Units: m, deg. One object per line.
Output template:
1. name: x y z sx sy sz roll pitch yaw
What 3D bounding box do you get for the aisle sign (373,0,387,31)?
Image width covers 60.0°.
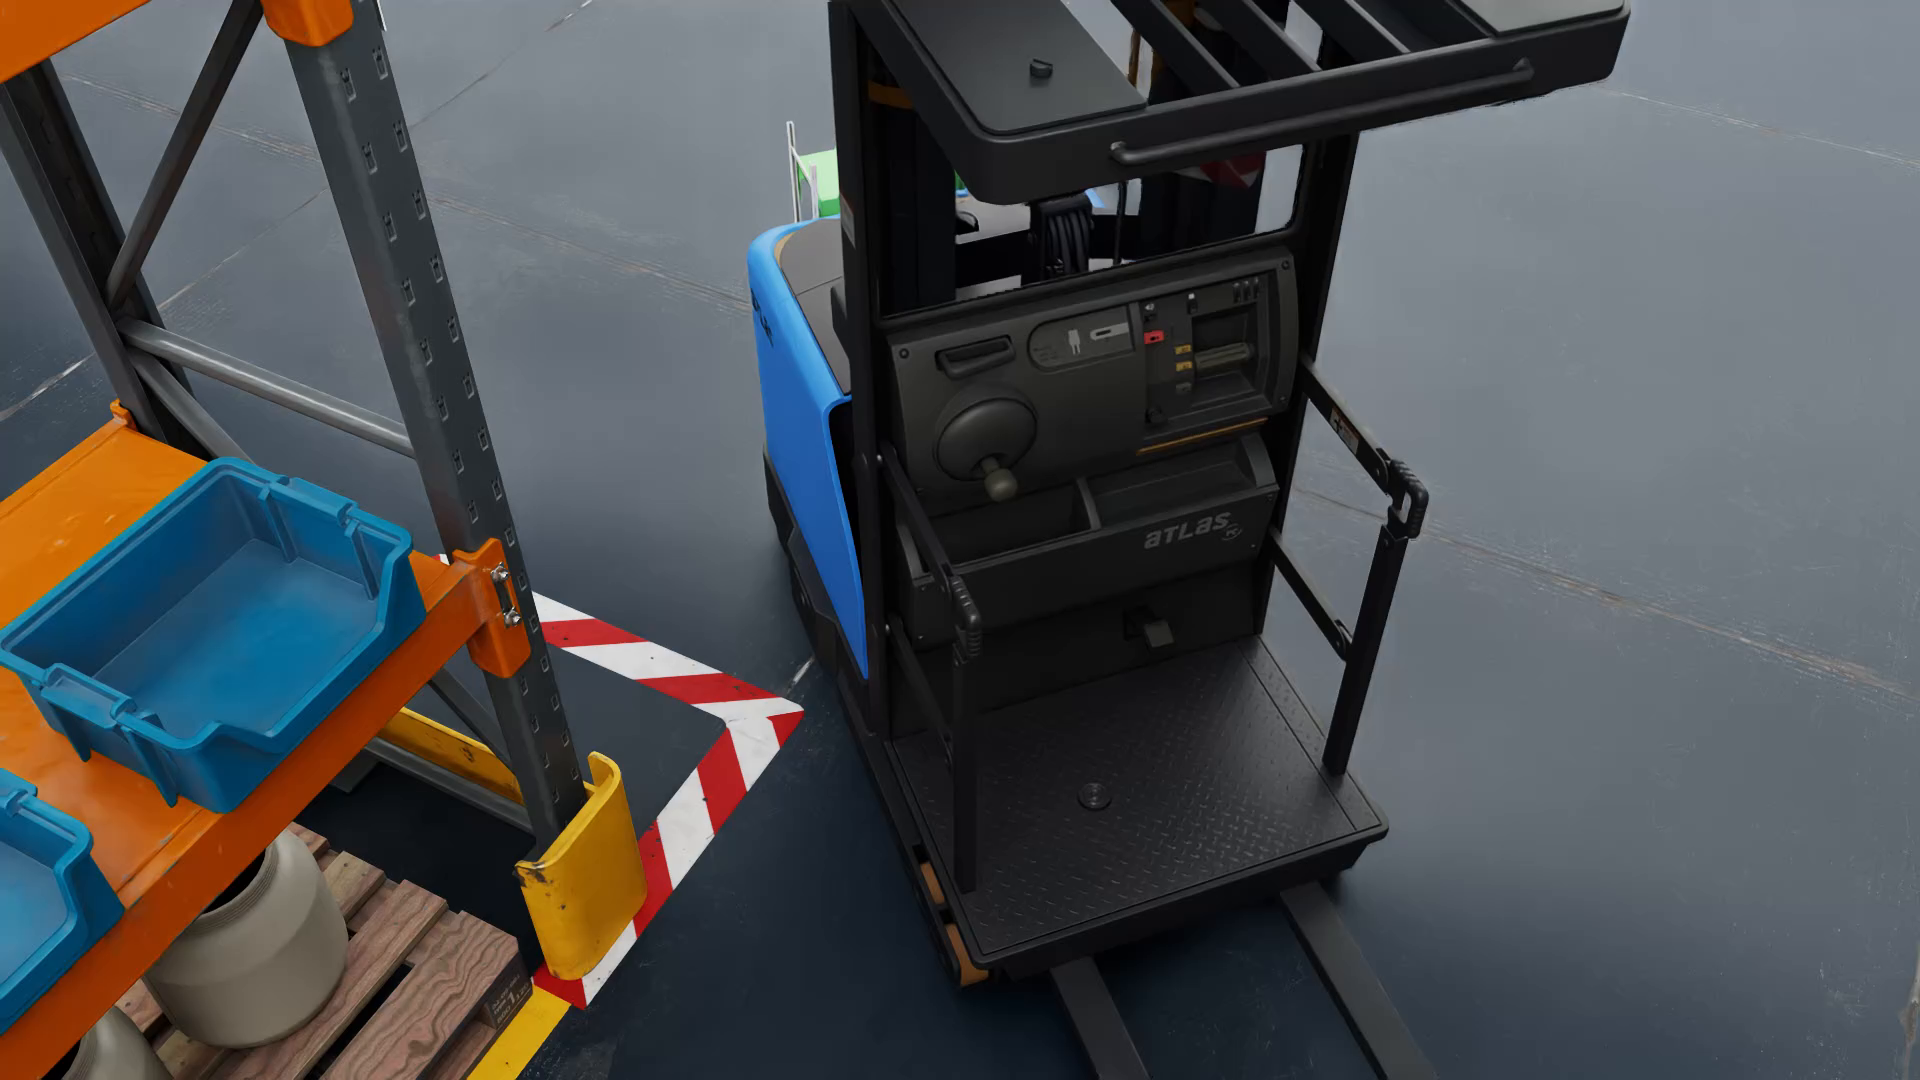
1. aisle sign: -1.099 -1.161 2.461 0.394 0.787 0.004 20 49 19

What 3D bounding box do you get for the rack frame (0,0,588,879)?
1. rack frame: -1.395 -0.300 3.438 1.000 3.000 0.127 20 49 19

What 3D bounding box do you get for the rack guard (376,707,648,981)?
1. rack guard: -1.389 0.642 4.264 1.175 0.500 0.348 20 49 19

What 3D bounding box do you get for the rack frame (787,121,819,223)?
1. rack frame: -0.445 -0.691 5.090 0.015 1.200 0.240 -15 47 -14

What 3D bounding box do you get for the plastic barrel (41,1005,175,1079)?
1. plastic barrel: -1.866 1.182 3.427 0.421 0.512 0.421 0 45 0

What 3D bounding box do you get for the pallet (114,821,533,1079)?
1. pallet: -1.771 1.253 3.863 1.003 0.211 1.213 20 49 19

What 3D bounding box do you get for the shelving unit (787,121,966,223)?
1. shelving unit: -0.217 -0.753 5.150 0.503 1.200 0.258 -15 47 -14

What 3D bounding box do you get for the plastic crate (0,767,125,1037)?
1. plastic crate: -1.669 0.573 2.679 0.499 0.251 0.408 20 49 19

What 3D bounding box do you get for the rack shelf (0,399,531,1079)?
1. rack shelf: -2.323 1.212 2.448 1.077 0.370 4.000 20 49 19

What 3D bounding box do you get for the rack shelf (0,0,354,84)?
1. rack shelf: -2.323 0.158 1.382 1.077 0.370 4.000 20 49 19

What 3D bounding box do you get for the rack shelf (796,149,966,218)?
1. rack shelf: -0.217 -1.045 4.854 0.480 0.148 0.258 -15 47 -14

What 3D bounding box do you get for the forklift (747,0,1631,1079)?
1. forklift: 0.382 -0.261 3.447 1.130 2.935 3.031 -15 47 -14

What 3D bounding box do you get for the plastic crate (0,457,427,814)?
1. plastic crate: -1.362 0.166 3.081 0.499 0.251 0.616 20 49 19

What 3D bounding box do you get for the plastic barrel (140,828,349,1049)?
1. plastic barrel: -1.633 0.866 3.739 0.421 0.512 0.421 0 45 0
